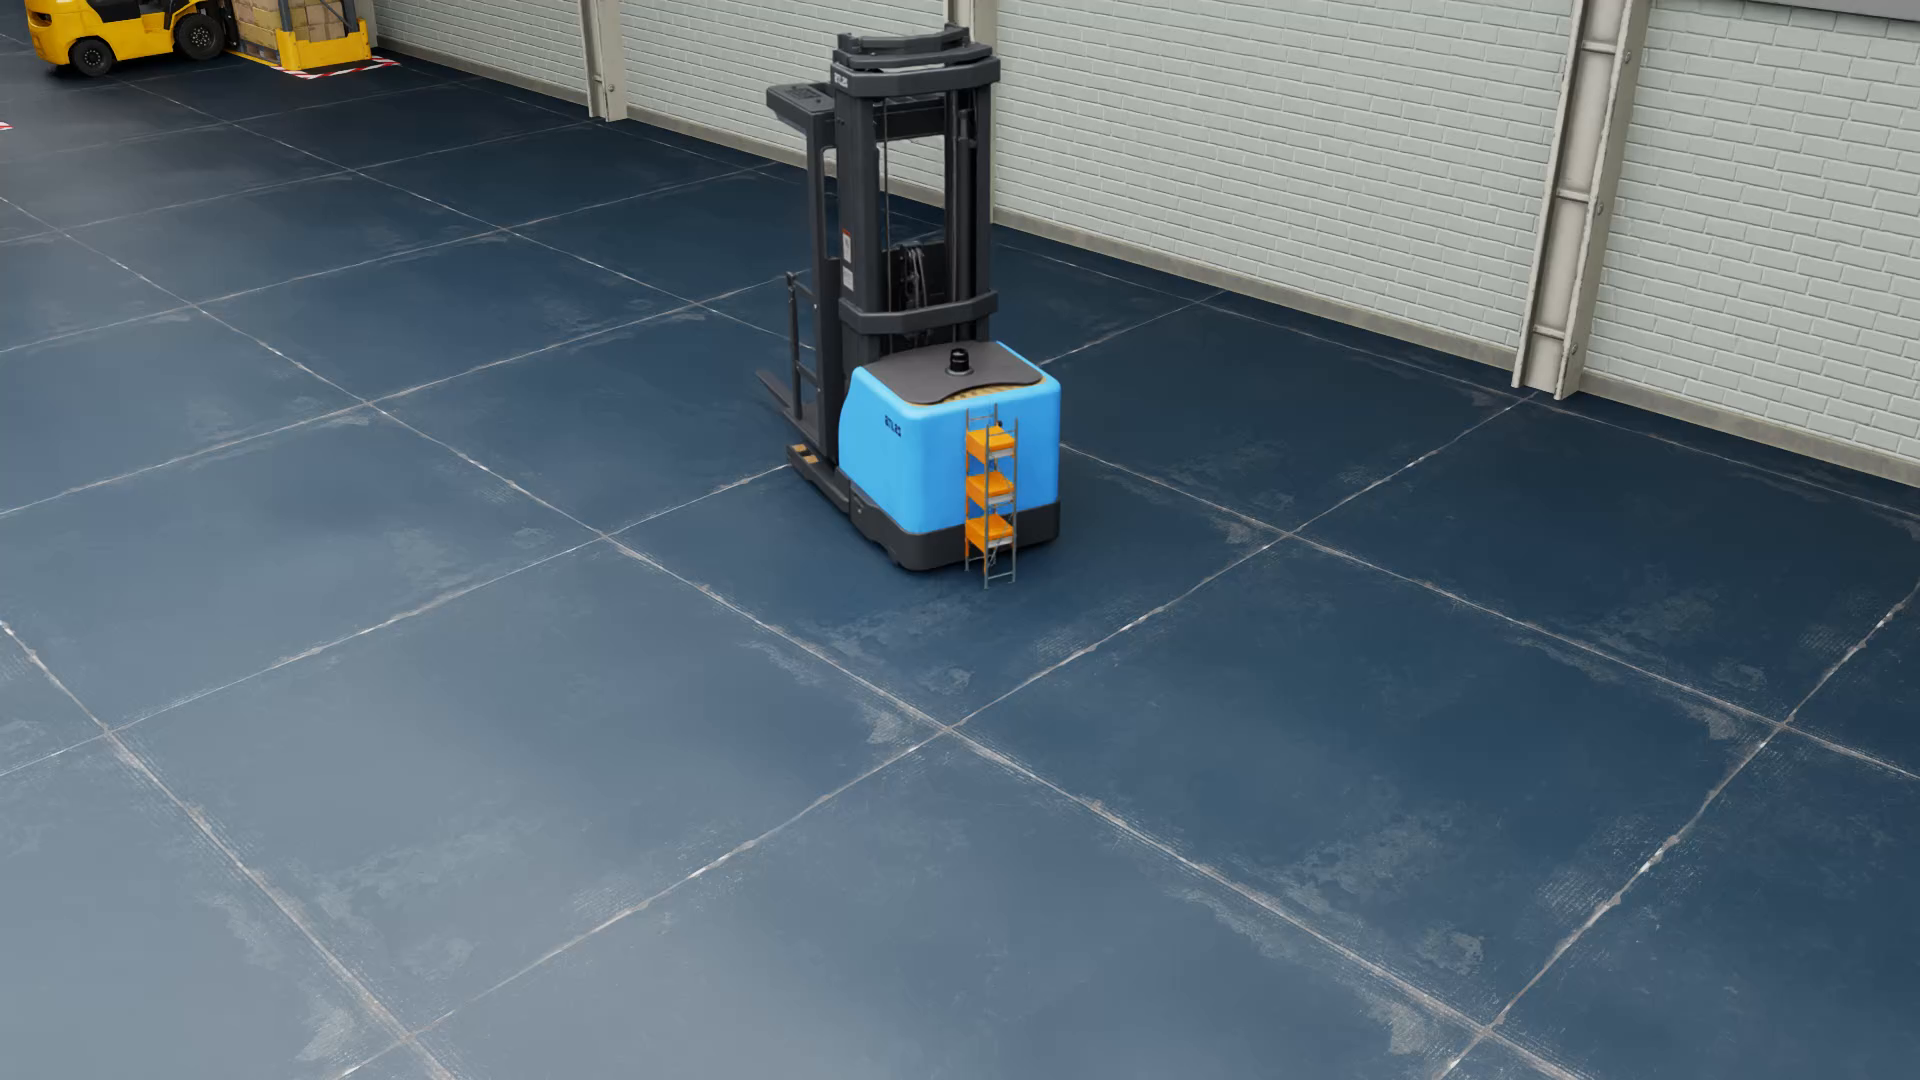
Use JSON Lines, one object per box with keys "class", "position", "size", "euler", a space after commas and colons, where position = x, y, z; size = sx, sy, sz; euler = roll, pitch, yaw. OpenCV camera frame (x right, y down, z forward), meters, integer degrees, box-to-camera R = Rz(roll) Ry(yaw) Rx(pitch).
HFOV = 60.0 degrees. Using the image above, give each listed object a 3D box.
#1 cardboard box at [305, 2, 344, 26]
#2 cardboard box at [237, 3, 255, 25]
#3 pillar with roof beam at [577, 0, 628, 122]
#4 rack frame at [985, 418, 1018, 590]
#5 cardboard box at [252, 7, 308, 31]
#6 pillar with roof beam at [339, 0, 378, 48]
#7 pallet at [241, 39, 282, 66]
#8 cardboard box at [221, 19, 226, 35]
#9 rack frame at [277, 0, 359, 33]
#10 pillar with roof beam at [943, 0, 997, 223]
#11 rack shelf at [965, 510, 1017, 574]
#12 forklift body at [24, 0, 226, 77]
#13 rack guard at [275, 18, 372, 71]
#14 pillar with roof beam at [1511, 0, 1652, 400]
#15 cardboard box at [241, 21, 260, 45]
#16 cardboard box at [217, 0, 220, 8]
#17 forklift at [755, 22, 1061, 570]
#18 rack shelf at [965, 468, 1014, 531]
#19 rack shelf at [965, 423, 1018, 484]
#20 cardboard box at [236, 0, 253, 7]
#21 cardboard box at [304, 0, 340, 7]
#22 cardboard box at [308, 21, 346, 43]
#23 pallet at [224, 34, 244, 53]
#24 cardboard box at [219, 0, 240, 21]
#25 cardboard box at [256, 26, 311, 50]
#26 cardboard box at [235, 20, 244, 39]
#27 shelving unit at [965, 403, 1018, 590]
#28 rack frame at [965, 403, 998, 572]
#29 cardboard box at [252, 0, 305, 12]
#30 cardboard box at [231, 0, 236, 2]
{"class": "cardboard box", "position": [-8.790, -7.226, 22.736], "size": [0.500, 0.250, 0.500], "euler": [-25, 36, -38]}
{"class": "cardboard box", "position": [-9.517, -7.226, 22.736], "size": [0.500, 0.250, 0.500], "euler": [24, 36, 38]}
{"class": "pillar with roof beam", "position": [-7.205, -7.609, 15.052], "size": [0.400, 9.000, 9.100], "euler": [25, 36, 38]}
{"class": "rack frame", "position": [0.234, -0.195, 9.493], "size": [0.200, 1.050, 0.008], "euler": [-13, 31, -24]}
{"class": "cardboard box", "position": [-9.167, -7.059, 22.418], "size": [0.500, 0.250, 0.500], "euler": [24, 36, 38]}
{"class": "pillar with roof beam", "position": [-11.483, -9.567, 18.775], "size": [0.400, 9.000, 9.100], "euler": [25, 36, 38]}
{"class": "pallet", "position": [-9.175, -6.815, 22.985], "size": [1.213, 0.211, 1.003], "euler": [25, 36, 38]}
{"class": "cardboard box", "position": [-10.242, -7.325, 23.461], "size": [0.500, 0.250, 0.500], "euler": [-24, 36, -38]}
{"class": "rack frame", "position": [-8.601, -7.814, 21.888], "size": [0.127, 3.000, 1.000], "euler": [25, 36, 38]}
{"class": "pillar with roof beam", "position": [-2.927, -5.651, 11.329], "size": [0.400, 9.000, 9.100], "euler": [25, 36, 38]}
{"class": "rack shelf", "position": [0.179, 0.010, 9.723], "size": [0.215, 0.259, 0.240], "euler": [-13, 31, -24]}
{"class": "forklift body", "position": [-11.232, -7.452, 22.110], "size": [1.214, 2.155, 2.313], "euler": [25, 36, 38]}
{"class": "rack guard", "position": [-8.583, -6.700, 22.454], "size": [0.348, 0.500, 1.175], "euler": [25, 36, 38]}
{"class": "pillar with roof beam", "position": [1.352, -3.694, 7.606], "size": [0.400, 9.000, 9.100], "euler": [25, 36, 38]}
{"class": "cardboard box", "position": [-9.505, -6.997, 22.836], "size": [0.500, 0.250, 0.500], "euler": [25, 36, 38]}
{"class": "cardboard box", "position": [-10.254, -7.552, 23.356], "size": [0.500, 0.250, 0.500], "euler": [24, 36, 38]}
{"class": "forklift", "position": [-0.508, -1.776, 10.478], "size": [1.130, 2.935, 3.031], "euler": [-13, 31, -24]}
{"class": "rack shelf", "position": [0.179, -0.236, 9.594], "size": [0.215, 0.259, 0.240], "euler": [-13, 31, -24]}
{"class": "rack shelf", "position": [0.179, -0.487, 9.462], "size": [0.215, 0.259, 0.240], "euler": [-13, 31, -24]}
{"class": "cardboard box", "position": [-9.516, -7.437, 22.599], "size": [0.500, 0.250, 0.500], "euler": [-25, 36, -38]}
{"class": "cardboard box", "position": [-8.811, -7.445, 22.615], "size": [0.500, 0.250, 0.500], "euler": [24, 36, 38]}
{"class": "cardboard box", "position": [-8.814, -7.008, 22.858], "size": [0.500, 0.250, 0.500], "euler": [25, 37, 39]}
{"class": "pallet", "position": [-10.041, -7.213, 23.742], "size": [1.213, 0.211, 1.003], "euler": [25, 36, 38]}
{"class": "cardboard box", "position": [-9.900, -7.388, 23.043], "size": [0.500, 0.250, 0.500], "euler": [24, 36, 37]}
{"class": "cardboard box", "position": [-9.157, -6.831, 22.522], "size": [0.500, 0.250, 0.500], "euler": [25, 37, 39]}
{"class": "cardboard box", "position": [-9.856, -7.163, 23.153], "size": [0.500, 0.250, 0.500], "euler": [-25, 37, -39]}
{"class": "shelving unit", "position": [0.179, -0.246, 9.589], "size": [0.215, 1.050, 0.252], "euler": [-13, 31, -24]}
{"class": "rack frame", "position": [0.123, -0.296, 9.685], "size": [0.200, 1.050, 0.008], "euler": [-13, 31, -24]}
{"class": "cardboard box", "position": [-9.148, -7.272, 22.286], "size": [0.500, 0.250, 0.500], "euler": [-24, 36, -38]}
{"class": "cardboard box", "position": [-9.883, -7.598, 22.906], "size": [0.500, 0.250, 0.500], "euler": [-25, 37, -39]}
